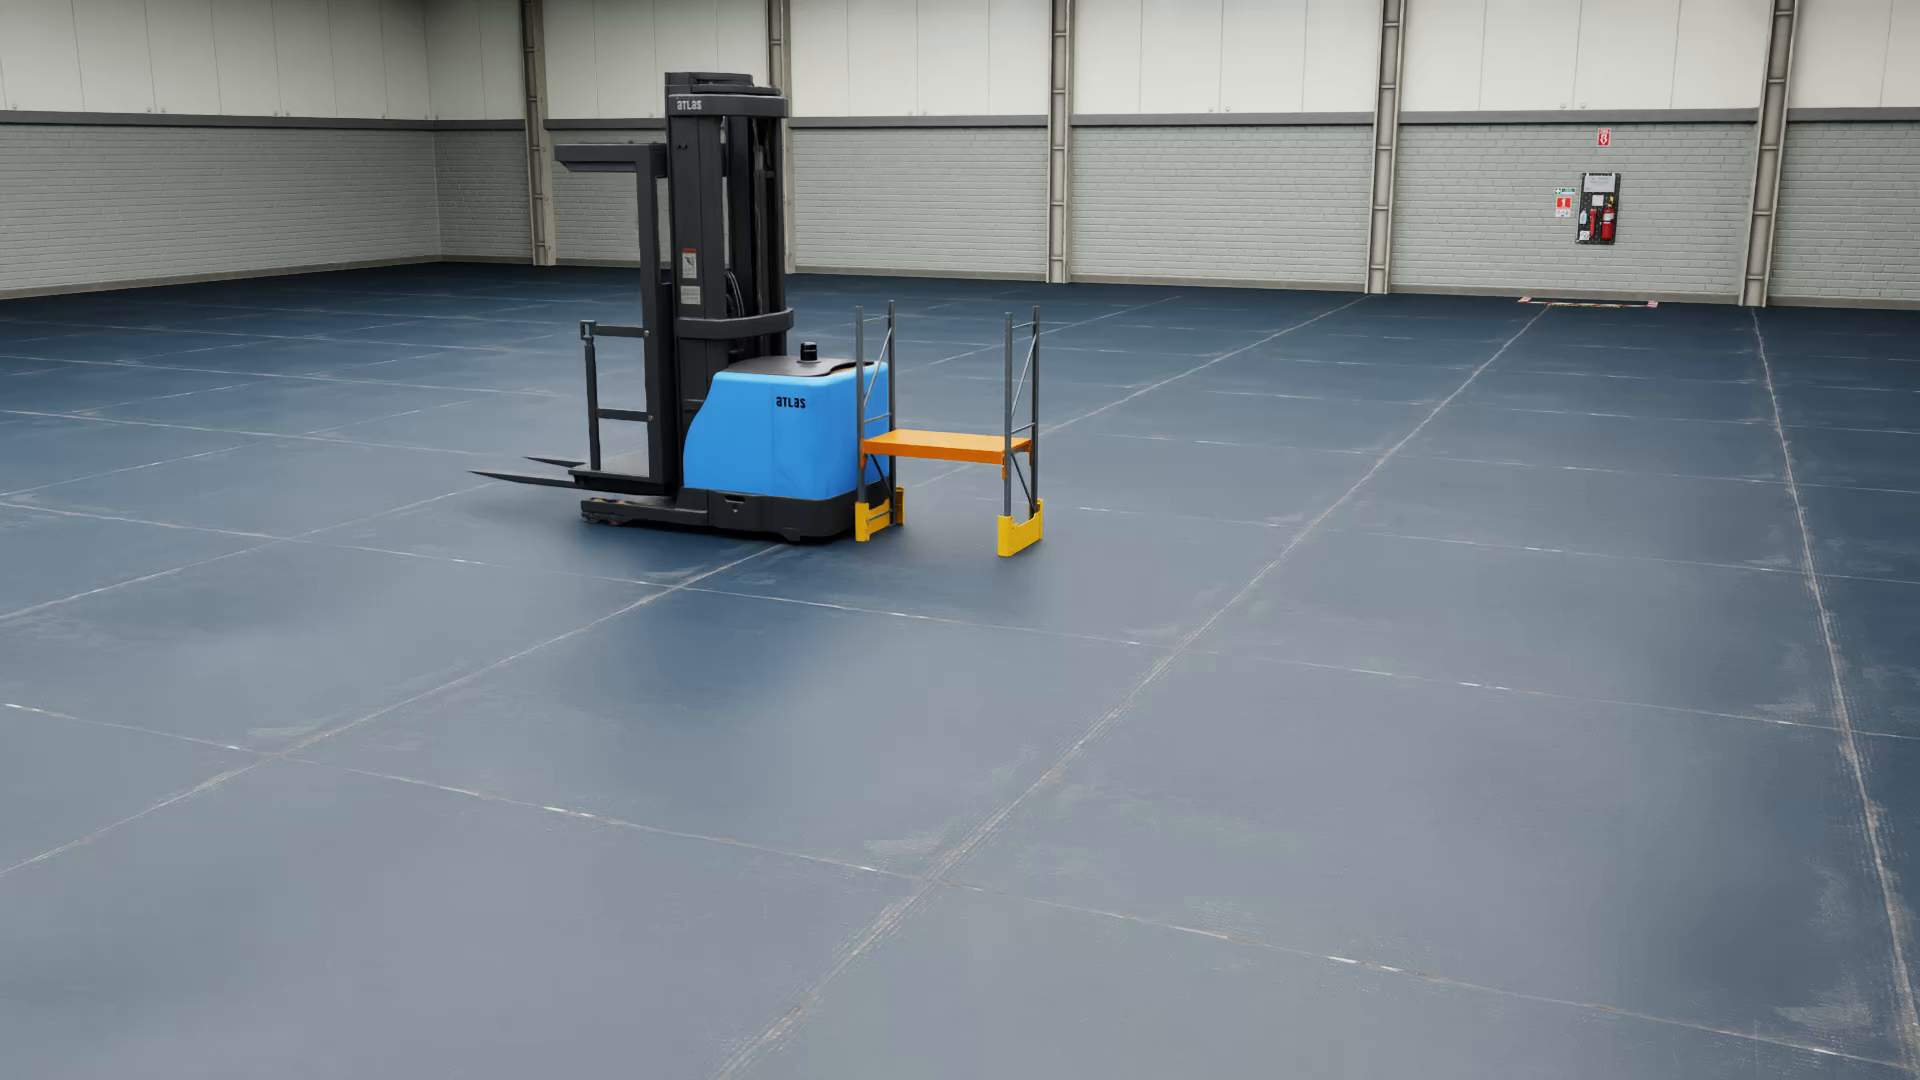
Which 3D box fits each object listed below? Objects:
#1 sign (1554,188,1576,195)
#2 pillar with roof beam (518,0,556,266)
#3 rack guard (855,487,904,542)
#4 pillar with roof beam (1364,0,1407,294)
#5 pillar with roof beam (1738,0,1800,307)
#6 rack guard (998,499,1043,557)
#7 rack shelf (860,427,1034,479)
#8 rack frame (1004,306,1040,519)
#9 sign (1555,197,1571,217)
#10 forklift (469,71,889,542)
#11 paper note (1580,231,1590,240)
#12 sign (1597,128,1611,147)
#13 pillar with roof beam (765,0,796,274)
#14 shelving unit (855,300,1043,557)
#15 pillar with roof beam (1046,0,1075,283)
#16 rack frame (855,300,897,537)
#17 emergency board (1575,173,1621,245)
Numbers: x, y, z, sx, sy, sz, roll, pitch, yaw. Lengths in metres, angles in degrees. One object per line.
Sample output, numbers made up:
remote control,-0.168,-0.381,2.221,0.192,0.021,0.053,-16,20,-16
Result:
sign,10.141,-5.849,27.875,0.331,0.109,0.001,6,14,23
pillar with roof beam,-10.839,-9.508,31.578,0.400,9.000,9.100,6,14,23
rack guard,-0.525,-0.175,10.953,0.087,0.250,0.587,6,14,23
pillar with roof beam,5.619,-7.843,24.480,0.400,9.000,9.100,6,14,23
pillar with roof beam,11.105,-7.288,22.114,0.400,9.000,9.100,6,14,23
rack guard,0.386,-0.083,10.560,0.087,0.250,0.587,6,14,23
rack shelf,-0.078,-0.563,10.658,1.000,0.185,0.538,6,14,23
rack frame,0.387,-0.691,10.417,0.032,1.500,0.500,6,14,23
sign,10.140,-5.593,27.946,0.234,0.329,0.001,6,14,23
forklift,-1.996,-1.623,11.255,3.031,2.935,1.130,6,15,25
paper note,10.470,-5.105,27.872,0.142,0.148,0.016,6,14,23
sign,10.637,-6.653,27.467,0.199,0.298,0.001,6,14,23
pillar with roof beam,-5.353,-8.953,29.212,0.400,9.000,9.100,6,14,23
shelving unit,-0.070,-0.737,10.614,1.083,1.500,0.587,6,14,23
pillar with roof beam,0.133,-8.398,26.846,0.400,9.000,9.100,6,14,23
rack frame,-0.543,-0.785,10.818,0.032,1.500,0.500,6,14,23
emergency board,10.604,-5.503,27.640,0.643,1.169,0.194,6,14,23
